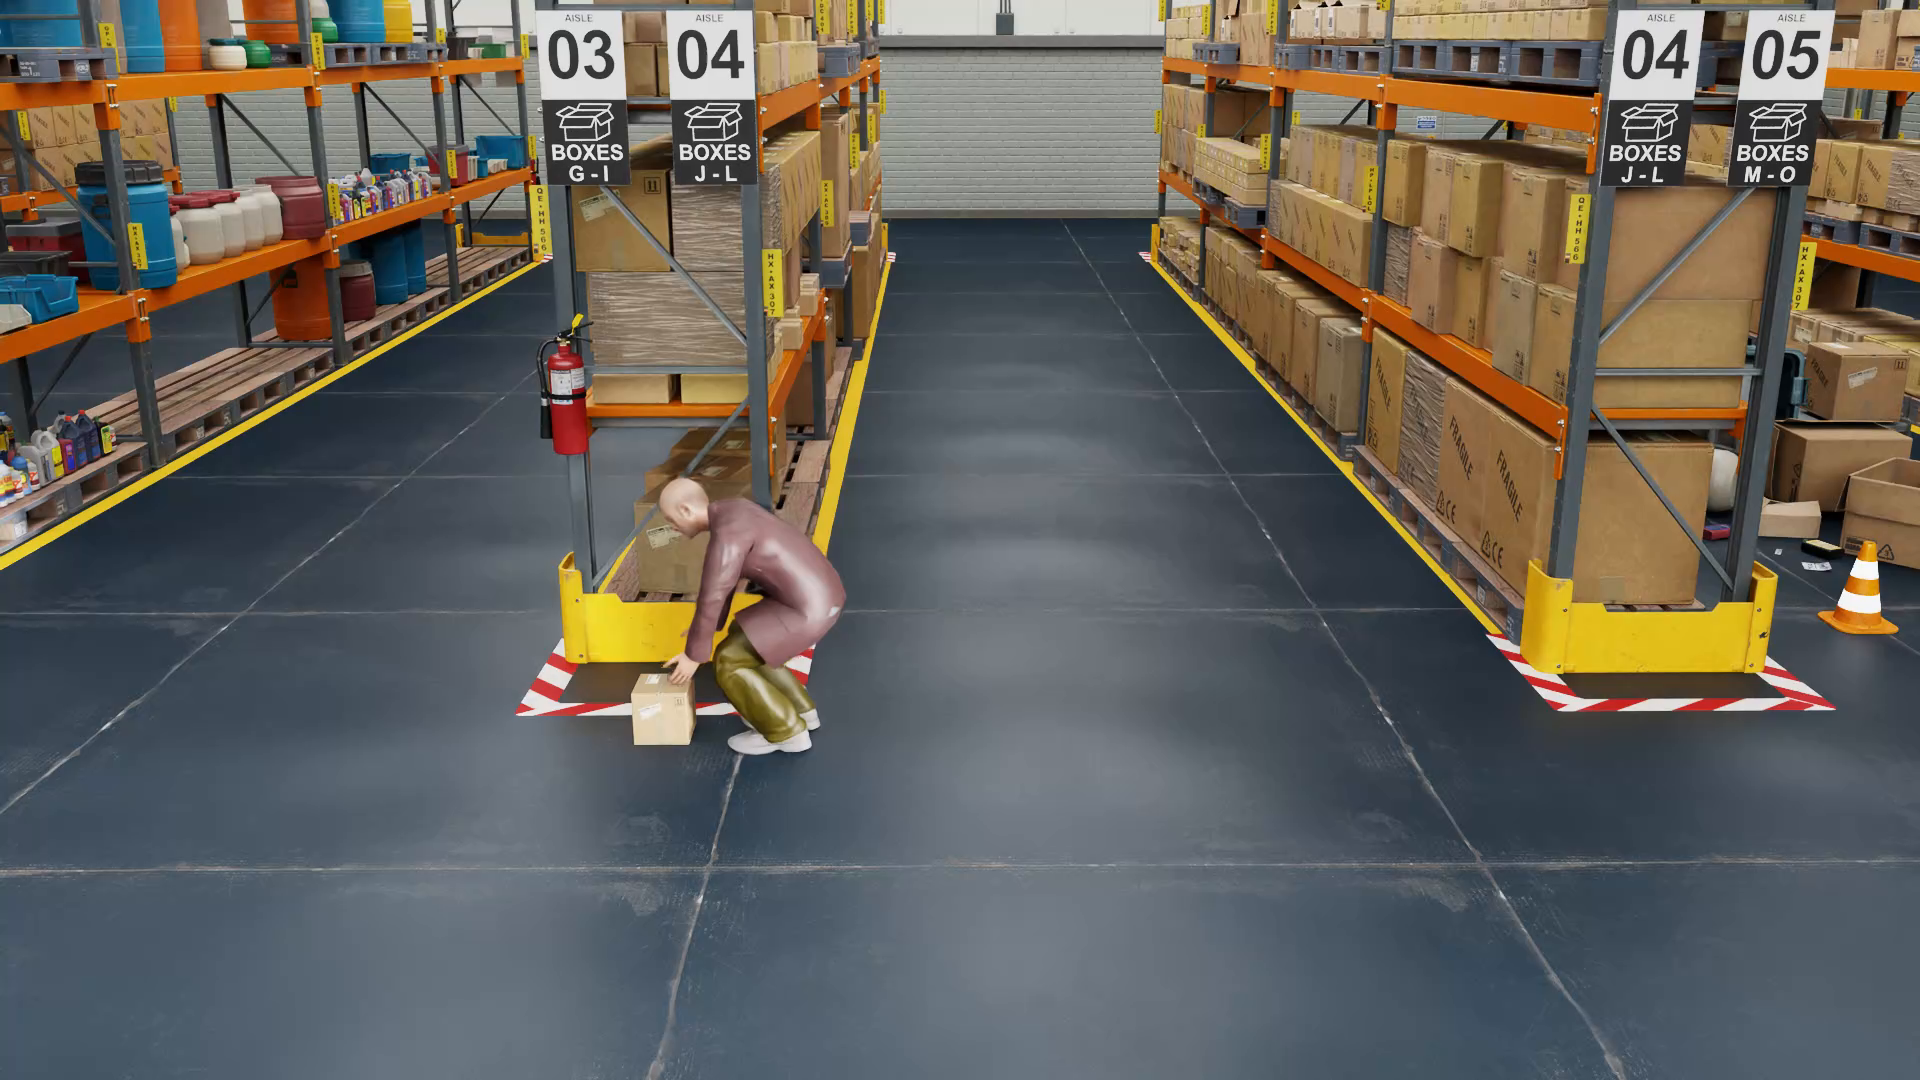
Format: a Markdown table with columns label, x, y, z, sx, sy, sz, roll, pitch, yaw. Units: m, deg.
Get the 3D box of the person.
| label | x | y | z | sx | sy | sz | roll | pitch | yaw |
| --- | --- | --- | --- | --- | --- | --- | --- | --- | --- |
| person | -1.015 | 0.559 | 7.543 | 0.926 | 0.882 | 0.582 | 1 | 17 | 4 |
